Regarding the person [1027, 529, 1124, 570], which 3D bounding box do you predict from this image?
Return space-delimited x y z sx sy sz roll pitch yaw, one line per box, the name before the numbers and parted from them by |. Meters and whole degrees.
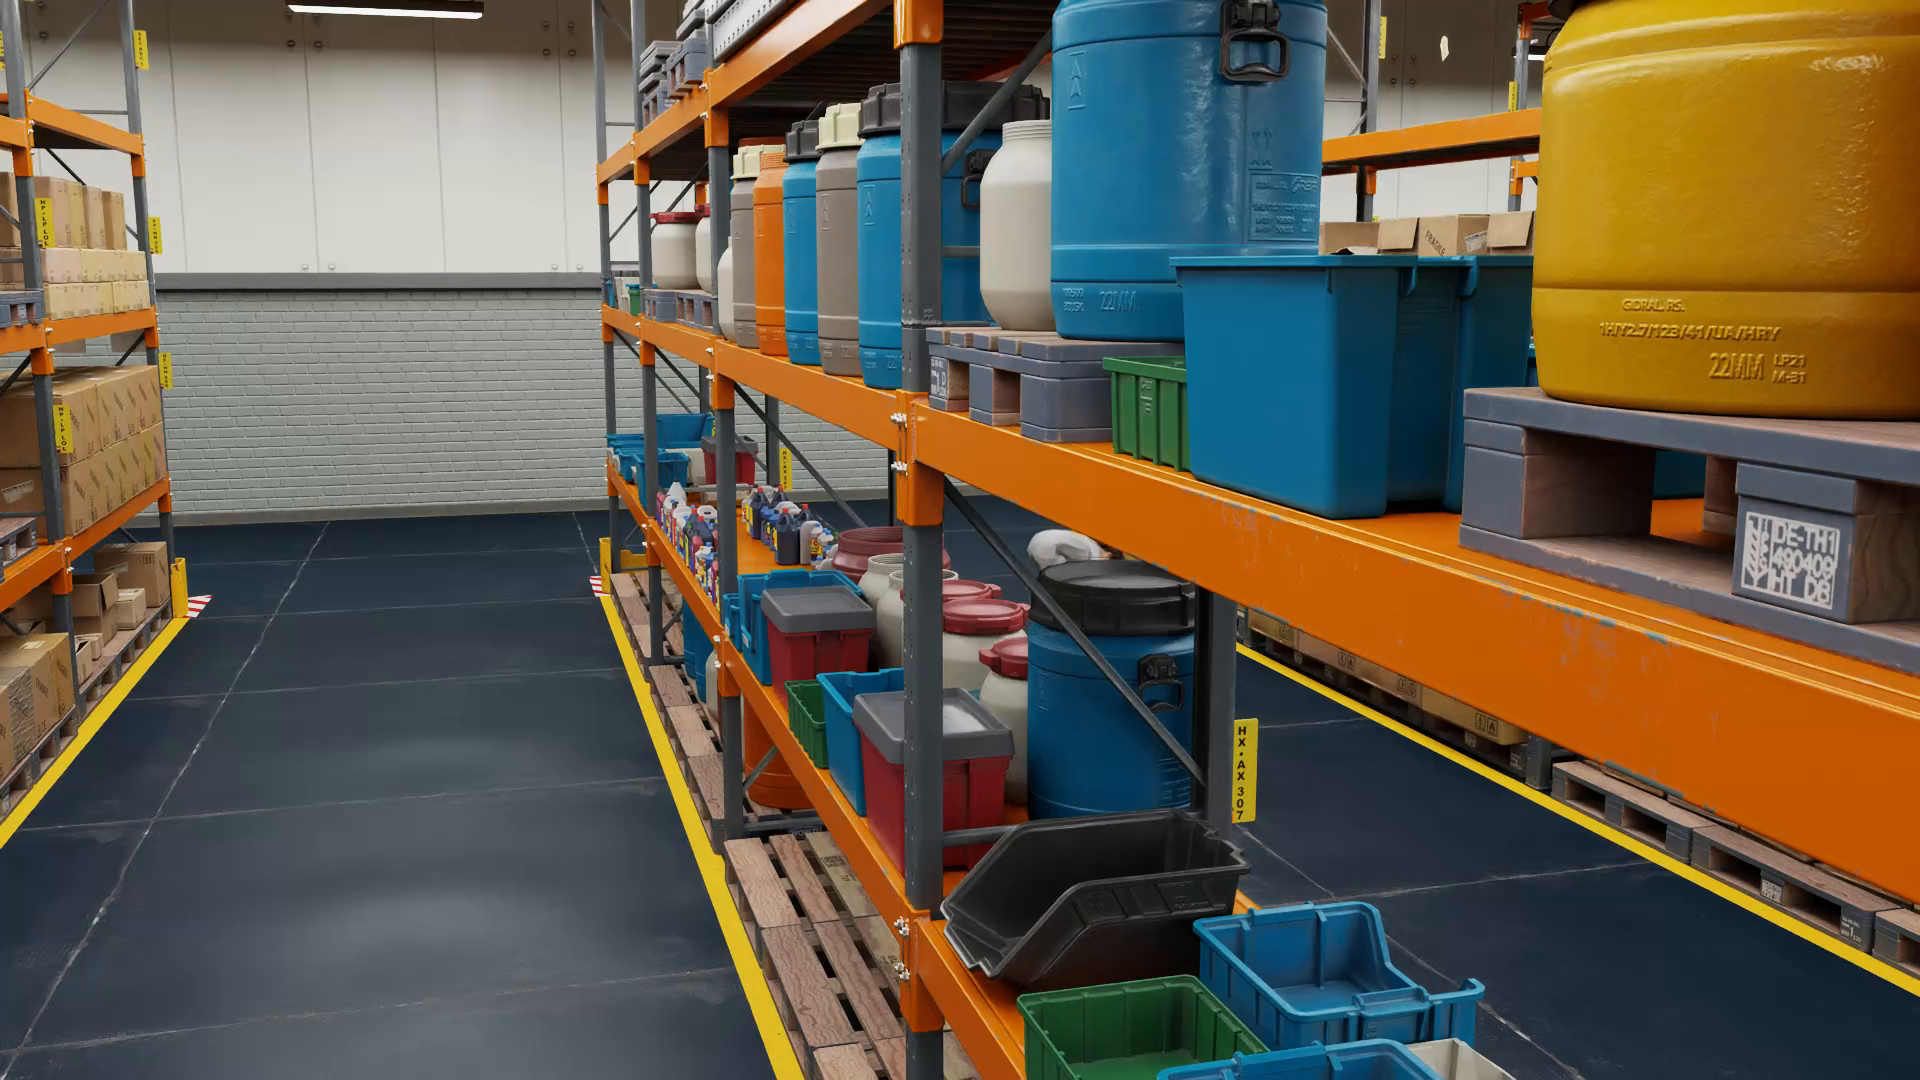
person | 1.000 0.384 14.202 0.860 0.975 0.436 -3 10 -19
